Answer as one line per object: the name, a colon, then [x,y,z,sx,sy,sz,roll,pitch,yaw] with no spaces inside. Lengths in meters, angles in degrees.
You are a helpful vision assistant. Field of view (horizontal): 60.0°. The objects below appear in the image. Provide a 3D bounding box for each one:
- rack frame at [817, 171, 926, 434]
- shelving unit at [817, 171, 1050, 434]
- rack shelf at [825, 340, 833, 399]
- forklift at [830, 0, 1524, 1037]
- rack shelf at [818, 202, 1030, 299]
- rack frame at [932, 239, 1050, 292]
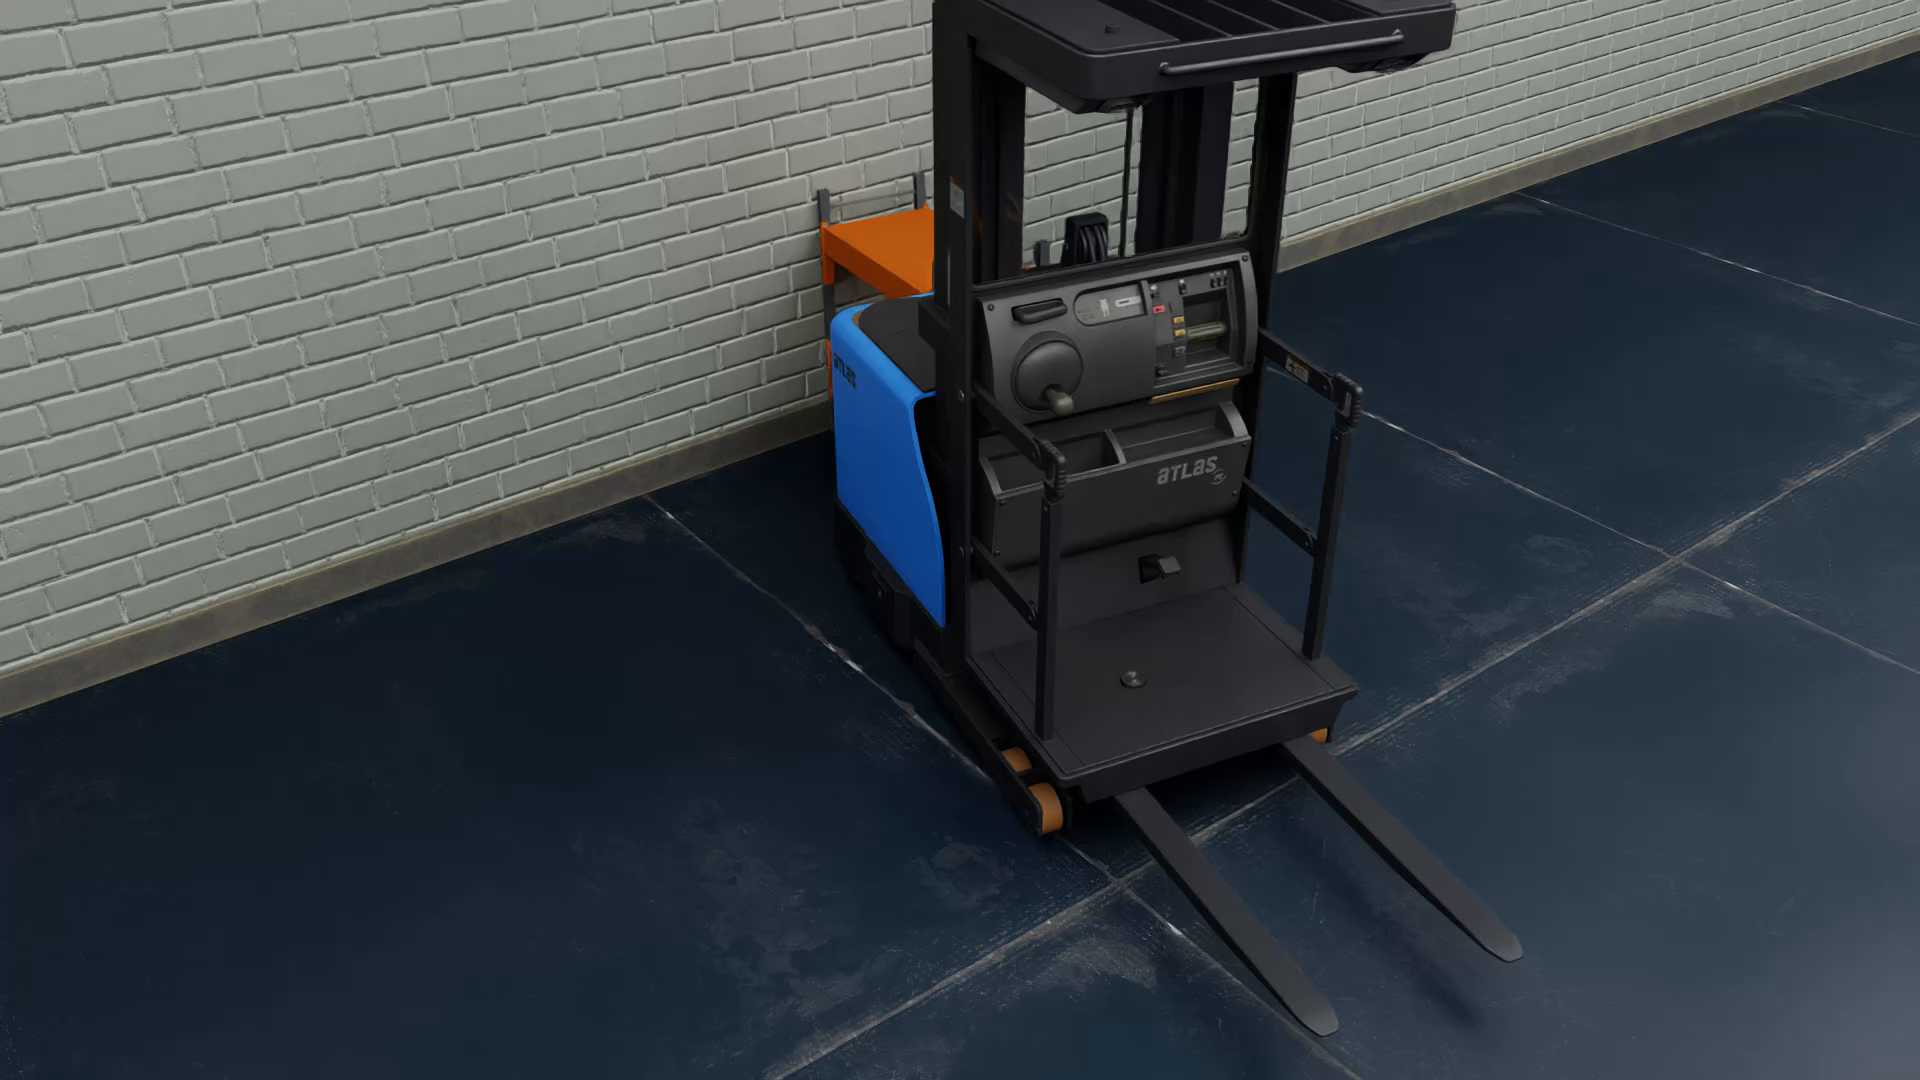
rack frame: [-0.370,-1.039,7.362,0.500,1.125,0.032,-16,33,-25]
shelving unit: [-0.121,-0.823,6.975,0.538,1.125,1.048,-16,33,-25]
rack shelf: [-0.118,-0.610,7.095,0.538,0.278,1.000,-16,33,-25]
forklift: [0.591,-0.577,4.901,1.130,2.935,3.031,-14,34,-21]
rack shelf: [-0.125,-1.078,6.830,0.538,0.278,1.000,-16,33,-25]
rack frame: [0.127,-0.607,6.587,0.500,1.125,0.032,-16,33,-25]
